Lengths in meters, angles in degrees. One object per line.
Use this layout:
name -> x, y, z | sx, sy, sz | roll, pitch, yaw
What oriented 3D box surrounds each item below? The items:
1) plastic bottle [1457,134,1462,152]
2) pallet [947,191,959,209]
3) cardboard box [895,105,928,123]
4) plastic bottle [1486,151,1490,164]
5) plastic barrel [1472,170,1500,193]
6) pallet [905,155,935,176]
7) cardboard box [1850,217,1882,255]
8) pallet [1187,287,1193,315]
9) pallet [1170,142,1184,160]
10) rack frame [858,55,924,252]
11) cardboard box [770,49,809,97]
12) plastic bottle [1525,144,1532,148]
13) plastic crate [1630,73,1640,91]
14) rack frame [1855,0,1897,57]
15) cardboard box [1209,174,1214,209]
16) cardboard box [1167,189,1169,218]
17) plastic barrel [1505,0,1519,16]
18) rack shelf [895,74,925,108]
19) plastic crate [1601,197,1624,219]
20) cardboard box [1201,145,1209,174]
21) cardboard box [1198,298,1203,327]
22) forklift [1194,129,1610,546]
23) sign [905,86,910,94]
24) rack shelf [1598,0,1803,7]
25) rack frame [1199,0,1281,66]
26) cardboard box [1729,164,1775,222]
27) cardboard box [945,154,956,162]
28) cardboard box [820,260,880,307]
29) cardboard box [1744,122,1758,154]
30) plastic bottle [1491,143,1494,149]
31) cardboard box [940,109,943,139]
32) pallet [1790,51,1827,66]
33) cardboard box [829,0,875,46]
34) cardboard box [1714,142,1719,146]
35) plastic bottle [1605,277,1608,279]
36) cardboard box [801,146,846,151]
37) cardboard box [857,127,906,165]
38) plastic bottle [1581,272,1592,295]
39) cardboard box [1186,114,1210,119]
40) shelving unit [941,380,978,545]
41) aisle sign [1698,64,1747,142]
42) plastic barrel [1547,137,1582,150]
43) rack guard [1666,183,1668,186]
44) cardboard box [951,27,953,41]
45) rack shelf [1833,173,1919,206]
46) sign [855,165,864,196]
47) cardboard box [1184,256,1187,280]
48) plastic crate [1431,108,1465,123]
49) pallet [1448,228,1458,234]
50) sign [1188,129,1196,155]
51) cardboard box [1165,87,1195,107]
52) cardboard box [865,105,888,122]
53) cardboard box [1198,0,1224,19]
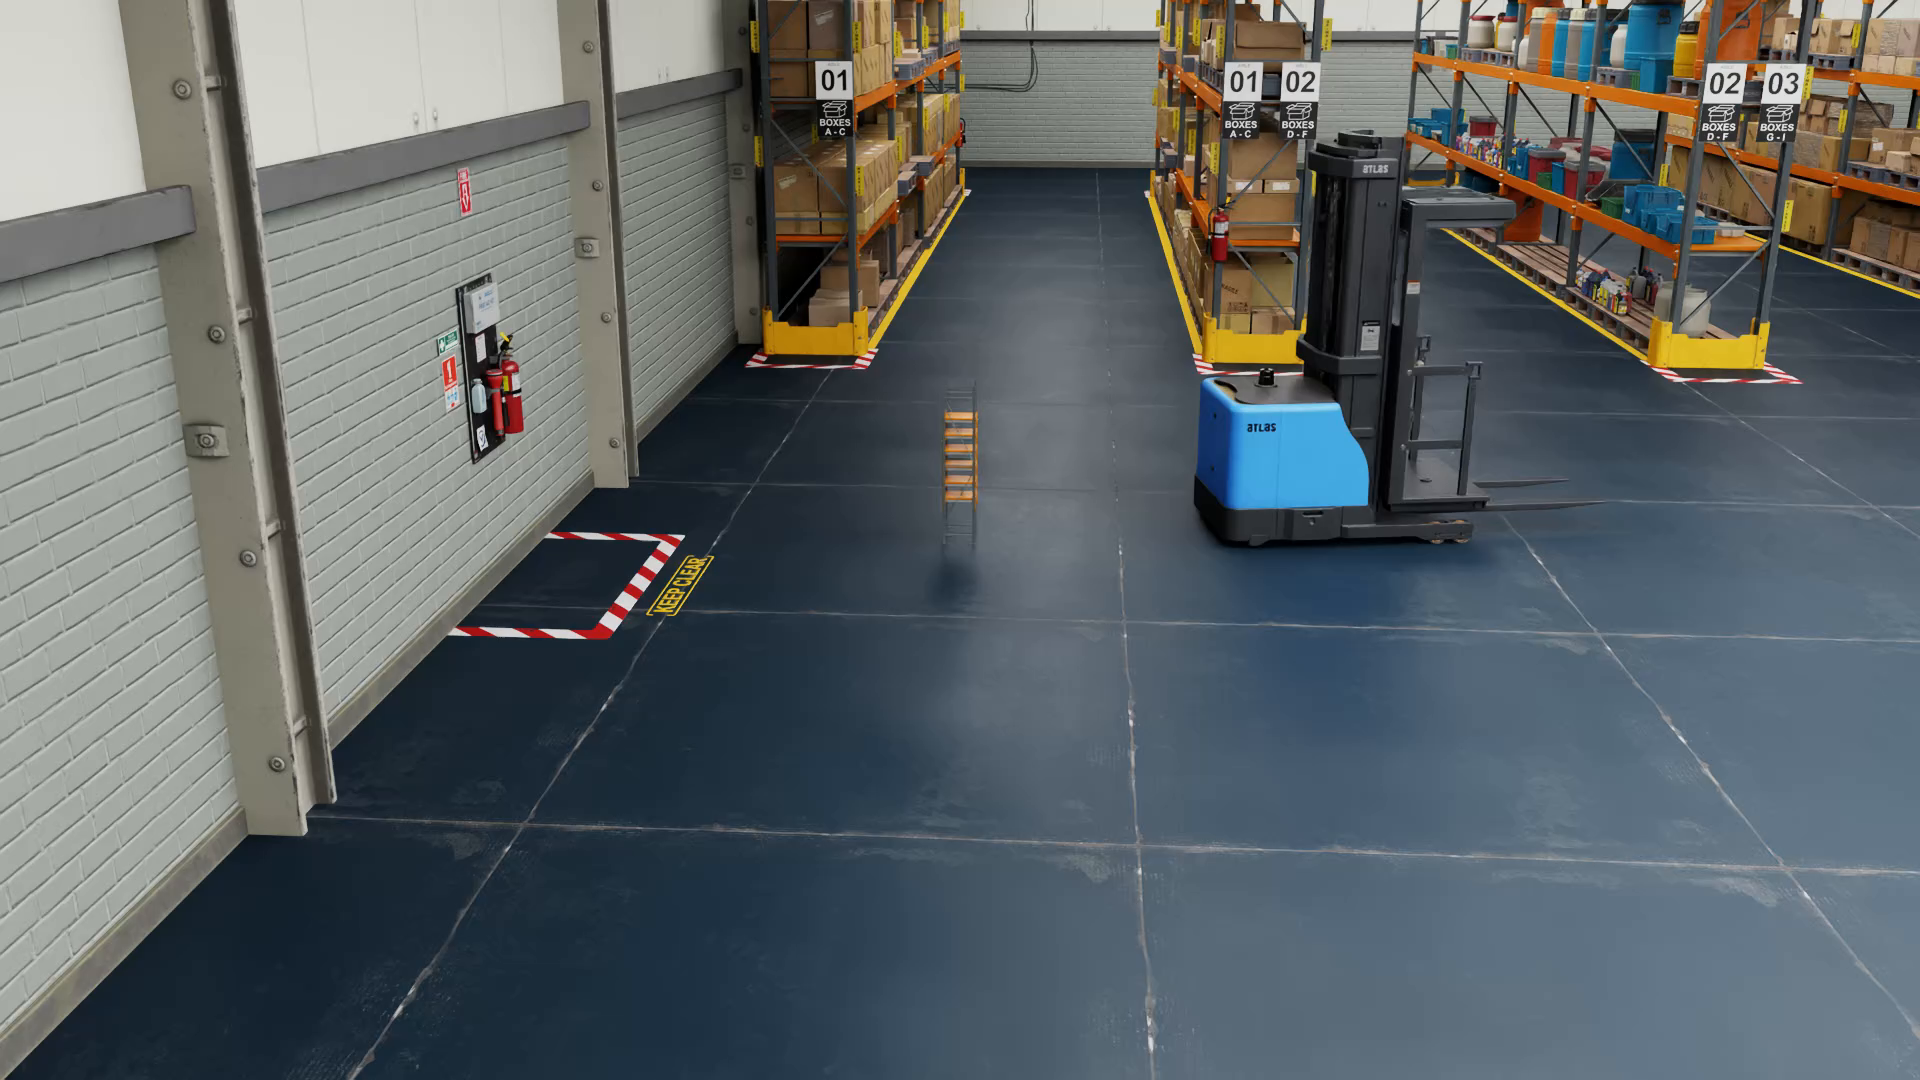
plastic bottle -> 8.633, -6.852, 28.705 | 0.061, 0.283, 0.133 | 1, 18, 4
pallet -> -0.570, -6.564, 32.115 | 1.003, 0.211, 1.213 | 1, 18, 4
cardboard box -> -0.782, -6.731, 26.273 | 0.500, 0.250, 0.500 | 2, 18, 5
plastic bottle -> 8.496, -6.140, 26.664 | 0.097, 0.201, 0.097 | 0, 18, 0
plastic barrel -> 8.988, -5.867, 28.207 | 0.600, 0.901, 0.708 | 1, 18, 4
pallet -> -1.019, -5.717, 25.362 | 1.213, 0.211, 1.003 | 1, 18, 4
cardboard box -> 13.720, -4.513, 24.687 | 0.700, 0.500, 0.500 | 0, 18, 1
pallet -> 3.482, -3.109, 21.573 | 1.003, 0.211, 1.213 | 1, 18, 4
pallet -> 4.002, -6.436, 27.555 | 1.003, 0.211, 1.213 | 1, 18, 4
rack frame -> -1.074, -6.032, 26.015 | 1.000, 3.000, 0.127 | 1, 18, 4
cardboard box -> -1.870, -5.165, 18.359 | 0.500, 0.500, 0.500 | 3, 18, 8
plastic bottle -> 9.261, -6.310, 27.062 | 0.152, 0.276, 0.135 | 1, 18, 4
plastic crate -> 8.136, -5.409, 19.638 | 0.336, 0.188, 0.450 | 1, 18, 4
rack frame -> 13.748, -8.551, 24.068 | 1.000, 3.000, 0.127 | 1, 18, 4
cardboard box -> 3.524, -4.426, 20.953 | 0.700, 0.500, 0.500 | 1, 18, 3
cardboard box -> 3.806, -5.721, 28.372 | 0.500, 0.500, 0.500 | 2, 18, 5
plastic barrel -> 9.125, -8.383, 26.893 | 0.600, 0.901, 0.708 | 1, 18, 4
rack shelf -> -1.217, -6.495, 23.764 | 1.077, 0.370, 4.000 | 1, 18, 4
plastic crate -> 8.142, -4.053, 20.314 | 0.450, 0.188, 0.662 | 1, 18, 4
cardboard box -> 3.763, -5.449, 24.074 | 0.500, 0.500, 0.500 | 0, 18, 1
cardboard box -> 3.061, -2.660, 19.464 | 0.500, 0.250, 0.500 | 1, 18, 4
forklift -> 3.387, -1.527, 12.375 | 3.031, 2.935, 1.130 | -2, 18, -6
sign -> -1.053, -8.980, 33.494 | 0.100, 0.325, 0.005 | 1, 18, 4
rack shelf -> 8.378, -6.266, 18.893 | 1.077, 0.370, 4.000 | 1, 18, 4
rack frame -> 3.581, -7.531, 20.956 | 1.000, 3.000, 0.127 | 1, 18, 4
cardboard box -> 14.009, -5.933, 28.451 | 1.225, 0.875, 0.875 | 1, 18, 4
cardboard box -> -0.278, -7.573, 33.016 | 0.380, 0.149, 0.250 | 1, 18, 3
cardboard box -> -1.365, -3.185, 20.635 | 0.700, 0.500, 0.500 | 0, 18, 0
cardboard box -> 13.752, -6.853, 28.359 | 0.500, 0.500, 0.500 | 1, 18, 4
plastic bottle -> 8.650, -6.300, 27.019 | 0.061, 0.283, 0.133 | 1, 18, 4
cardboard box -> -0.569, -7.324, 29.287 | 0.500, 0.500, 0.500 | 1, 18, 3
pallet -> 13.818, -7.585, 26.239 | 1.003, 0.211, 1.213 | 2, 18, 6
cardboard box -> -1.265, -5.933, 19.098 | 0.500, 0.500, 0.500 | 2, 18, 5
cardboard box -> 13.785, -7.165, 29.875 | 0.380, 0.149, 0.250 | 2, 18, 5
plastic bottle -> 8.159, -3.192, 21.023 | 0.097, 0.271, 0.097 | 0, 18, 0
cardboard box -> -1.685, -4.628, 20.734 | 0.500, 0.500, 0.500 | 2, 18, 5
cardboard box -> -1.165, -5.755, 24.302 | 0.700, 0.500, 0.500 | 1, 18, 4
plastic bottle -> 8.065, -3.293, 21.324 | 0.152, 0.276, 0.135 | 2, 18, 6
cardboard box -> 4.056, -6.648, 27.059 | 0.700, 0.500, 0.500 | 5, 19, 14
shelving unit -> -0.001, -0.566, 12.222 | 0.258, 1.200, 0.189 | 1, 18, 4
aisle sign -> 7.933, -4.546, 17.305 | 0.394, 0.787, 0.004 | 1, 18, 4
plastic barrel -> 9.077, -5.725, 24.858 | 0.600, 0.536, 0.708 | 1, 18, 4
rack guard -> 14.323, -7.005, 32.997 | 1.175, 0.500, 0.348 | 1, 18, 4
cardboard box -> -0.394, -9.402, 30.887 | 0.500, 0.250, 0.500 | 1, 18, 2
rack shelf -> 13.605, -4.737, 23.219 | 1.077, 0.370, 4.000 | 1, 18, 4
sign -> -1.106, -3.947, 18.261 | 0.100, 0.325, 0.005 | 1, 18, 4
cardboard box -> 3.321, -3.709, 22.665 | 0.500, 0.250, 0.500 | 1, 18, 3
plastic crate -> 9.544, -8.233, 32.578 | 0.616, 0.435, 0.499 | 1, 18, 4
pallet -> 8.998, -5.489, 28.837 | 1.003, 0.211, 1.213 | 1, 18, 4
sign -> 3.039, -5.202, 21.749 | 0.100, 0.325, 0.005 | 1, 18, 4
cardboard box -> 3.932, -7.851, 29.798 | 0.500, 0.500, 0.500 | 1, 18, 4
cardboard box -> -1.300, -6.734, 26.281 | 0.500, 0.250, 0.500 | 2, 18, 5
cardboard box -> 3.905, -8.006, 25.456 | 0.500, 0.500, 0.500 | 1, 18, 4
